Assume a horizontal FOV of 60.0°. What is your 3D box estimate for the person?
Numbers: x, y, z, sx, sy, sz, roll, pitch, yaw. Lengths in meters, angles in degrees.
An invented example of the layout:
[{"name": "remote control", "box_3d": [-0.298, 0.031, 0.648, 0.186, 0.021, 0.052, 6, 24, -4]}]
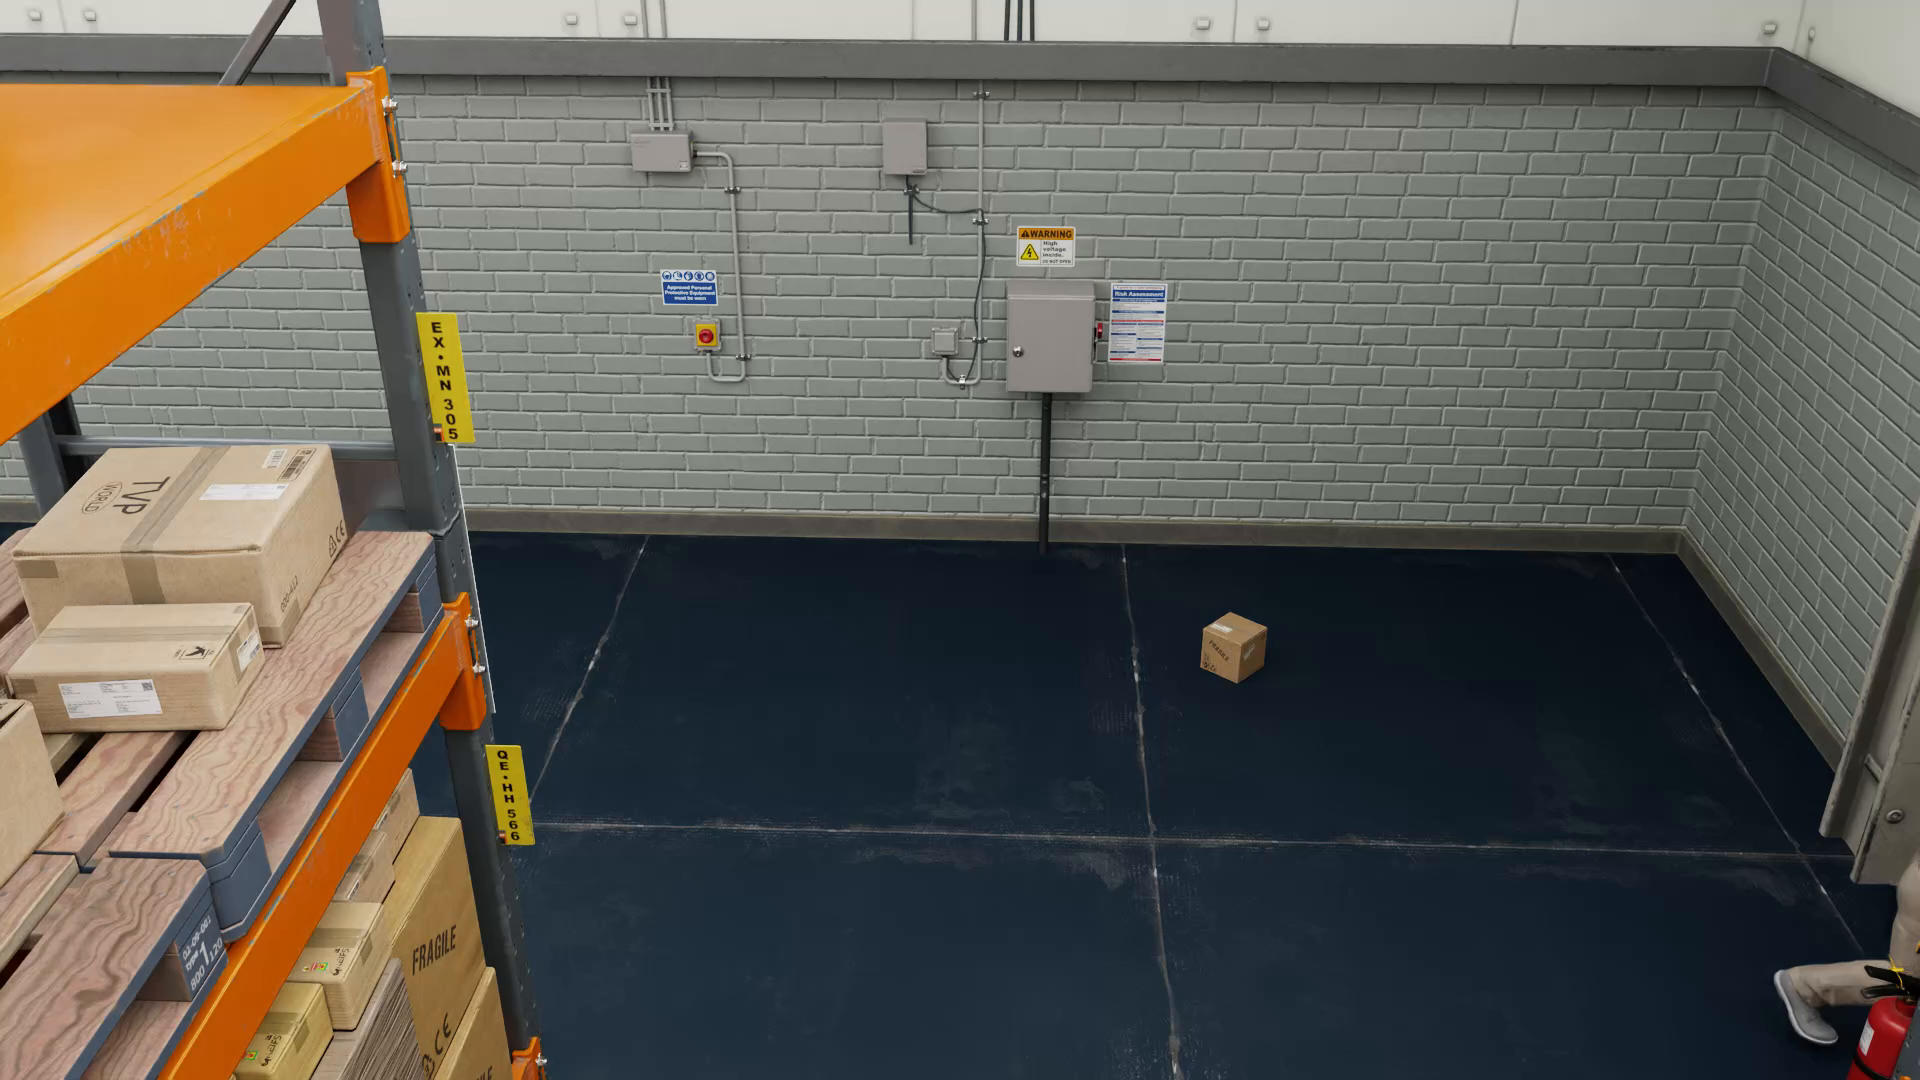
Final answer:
[{"name": "person", "box_3d": [3.679, 1.286, 6.193, 0.901, 1.709, 0.547, 21, 35, 35]}]
